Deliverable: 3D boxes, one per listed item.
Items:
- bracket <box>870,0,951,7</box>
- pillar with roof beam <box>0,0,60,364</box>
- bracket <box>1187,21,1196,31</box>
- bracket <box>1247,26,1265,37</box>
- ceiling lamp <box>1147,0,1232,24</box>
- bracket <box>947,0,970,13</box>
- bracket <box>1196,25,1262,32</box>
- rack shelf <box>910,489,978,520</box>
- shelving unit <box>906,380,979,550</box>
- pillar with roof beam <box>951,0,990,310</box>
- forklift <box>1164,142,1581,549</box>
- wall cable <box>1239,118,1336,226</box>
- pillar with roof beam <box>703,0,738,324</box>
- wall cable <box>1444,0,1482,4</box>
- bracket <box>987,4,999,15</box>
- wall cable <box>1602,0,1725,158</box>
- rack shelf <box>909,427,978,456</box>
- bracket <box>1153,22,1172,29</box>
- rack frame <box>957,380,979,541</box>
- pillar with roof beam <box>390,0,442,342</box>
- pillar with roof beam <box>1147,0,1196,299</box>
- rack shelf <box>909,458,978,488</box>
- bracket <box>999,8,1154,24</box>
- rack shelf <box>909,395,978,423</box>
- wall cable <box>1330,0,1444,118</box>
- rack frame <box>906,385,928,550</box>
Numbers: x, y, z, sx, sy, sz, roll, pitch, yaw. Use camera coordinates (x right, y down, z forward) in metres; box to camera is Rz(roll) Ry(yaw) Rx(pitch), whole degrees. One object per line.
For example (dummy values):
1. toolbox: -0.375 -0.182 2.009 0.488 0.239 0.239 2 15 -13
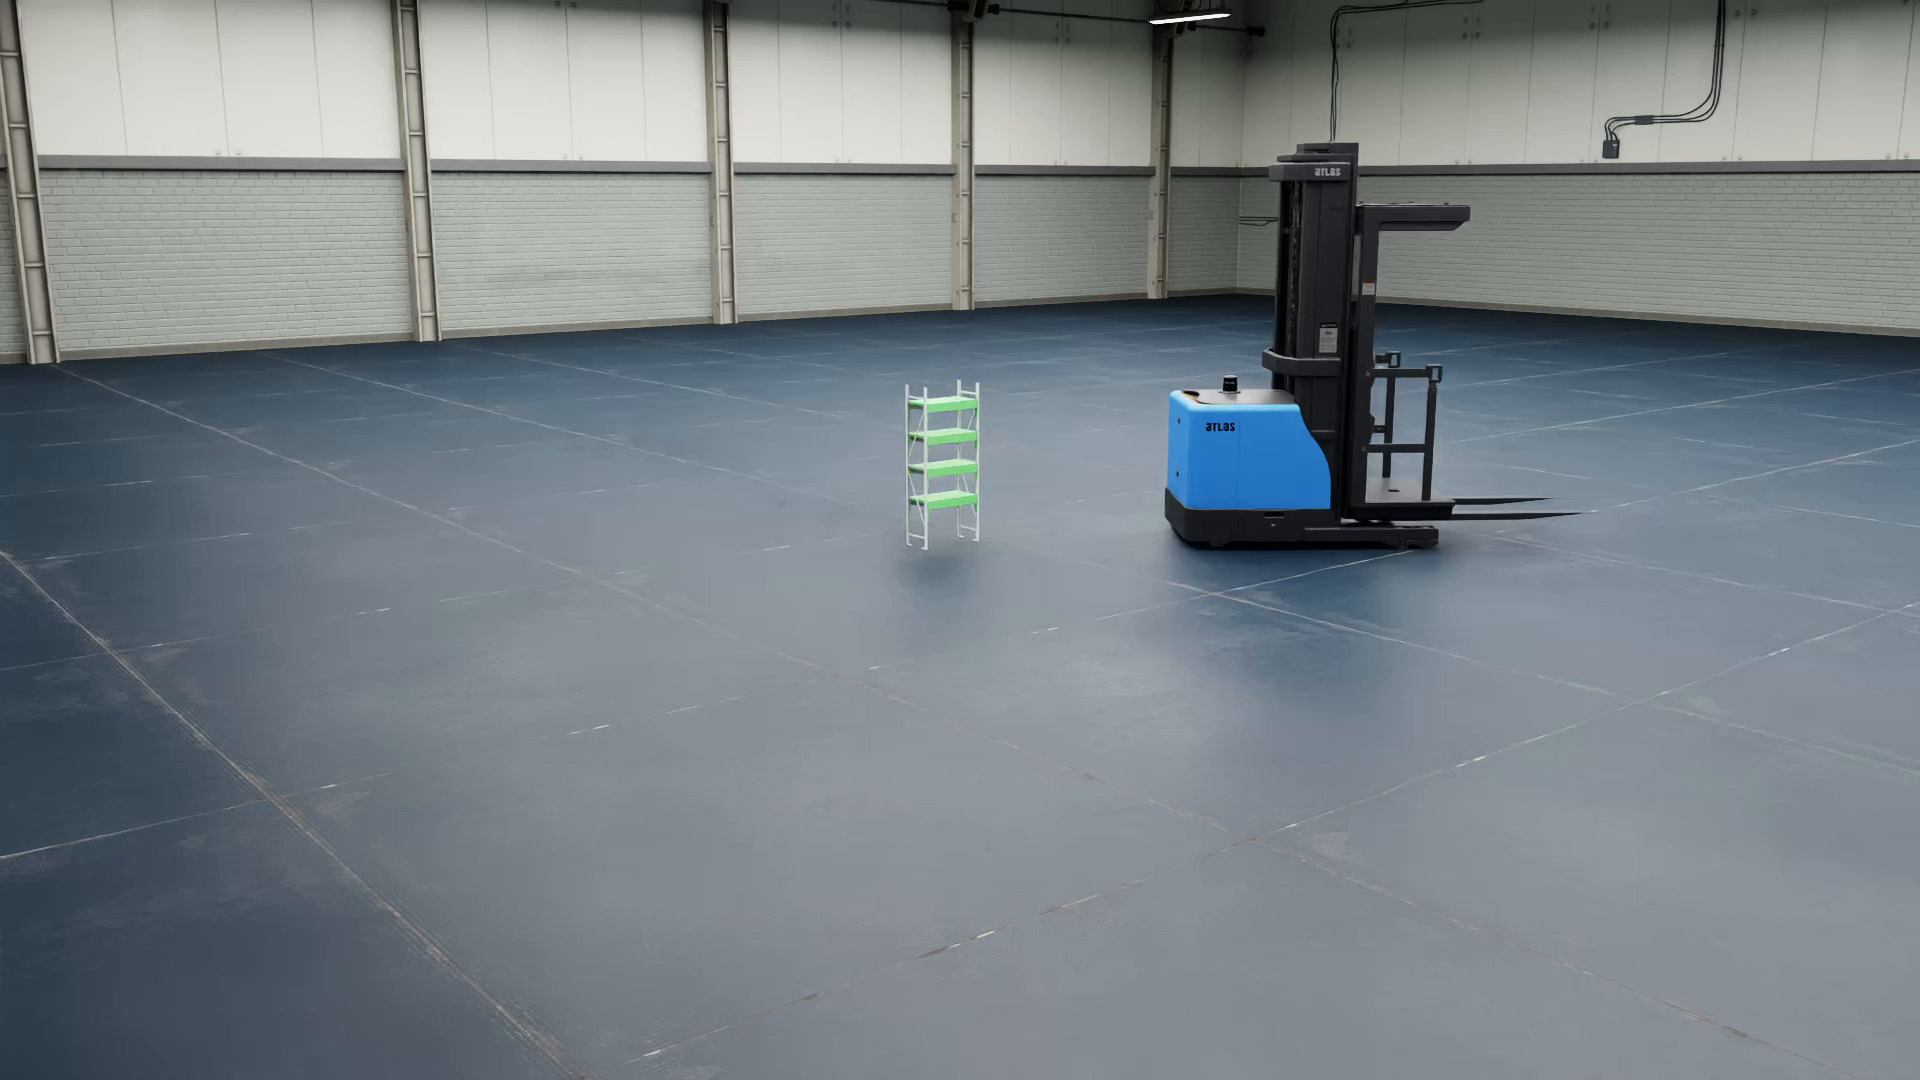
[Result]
1. bracket: -2.052 -10.764 32.992 4.783 0.066 0.076 -9 15 -38
2. pillar with roof beam: -11.304 -6.416 21.178 0.400 9.000 9.100 -9 15 -38
3. bracket: 5.293 -11.985 38.740 0.430 0.232 0.235 -9 15 -38
4. bracket: 7.144 -12.293 40.189 0.430 0.232 0.235 -9 15 -38
5. ceiling lamp: 4.697 -11.812 32.536 0.800 3.185 2.000 -9 15 -38
6. bracket: -0.040 -11.099 34.567 0.430 0.232 0.235 -9 15 -38
7. bracket: 6.682 -12.216 39.828 3.189 0.066 0.076 -9 15 -38
8. rack shelf: -0.129 -0.268 12.466 0.480 0.148 0.258 -9 15 -38
9. shelving unit: -0.129 -0.565 12.403 0.503 1.200 0.258 -9 15 -38
10. pillar with roof beam: 2.751 -8.751 32.177 0.548 9.000 9.100 -9 15 -38
11. forklift: 3.150 -1.474 12.512 3.031 2.935 1.130 -1 12 -3
12. wall cable: 7.874 -8.877 40.245 0.112 2.526 3.097 -9 15 -38
13. pillar with roof beam: -1.934 -7.973 28.511 0.548 9.000 9.100 -9 15 -38
14. wall cable: 11.497 -12.632 34.817 0.112 2.526 3.097 -9 15 -38
15. bracket: 0.608 -11.207 35.074 0.430 0.232 0.235 -9 15 -38
16. wall cable: 13.792 -10.518 32.308 0.169 6.003 2.305 -9 15 -38
17. rack shelf: -0.129 -0.738 12.366 0.480 0.148 0.258 -9 15 -38
18. bracket: 4.645 -11.877 38.233 0.430 0.232 0.235 -9 15 -38
19. rack frame: 0.061 -0.597 12.552 0.015 1.200 0.240 -9 15 -38
20. pillar with roof beam: -6.619 -7.194 24.844 0.400 9.000 9.100 -9 15 -38
21. pillar with roof beam: 7.437 -9.530 35.844 0.548 9.000 9.100 -9 15 -38
22. rack shelf: -0.129 -0.503 12.416 0.480 0.148 0.258 -9 15 -38
23. bracket: 2.633 -11.543 36.659 4.783 0.066 0.076 -9 15 -38
24. rack shelf: -0.129 -0.972 12.317 0.480 0.148 0.258 -9 15 -38
25. wall cable: 9.564 -10.909 37.654 0.112 2.526 3.097 -9 15 -38
26. rack frame: -0.320 -0.534 12.254 0.015 1.200 0.240 -9 15 -38
